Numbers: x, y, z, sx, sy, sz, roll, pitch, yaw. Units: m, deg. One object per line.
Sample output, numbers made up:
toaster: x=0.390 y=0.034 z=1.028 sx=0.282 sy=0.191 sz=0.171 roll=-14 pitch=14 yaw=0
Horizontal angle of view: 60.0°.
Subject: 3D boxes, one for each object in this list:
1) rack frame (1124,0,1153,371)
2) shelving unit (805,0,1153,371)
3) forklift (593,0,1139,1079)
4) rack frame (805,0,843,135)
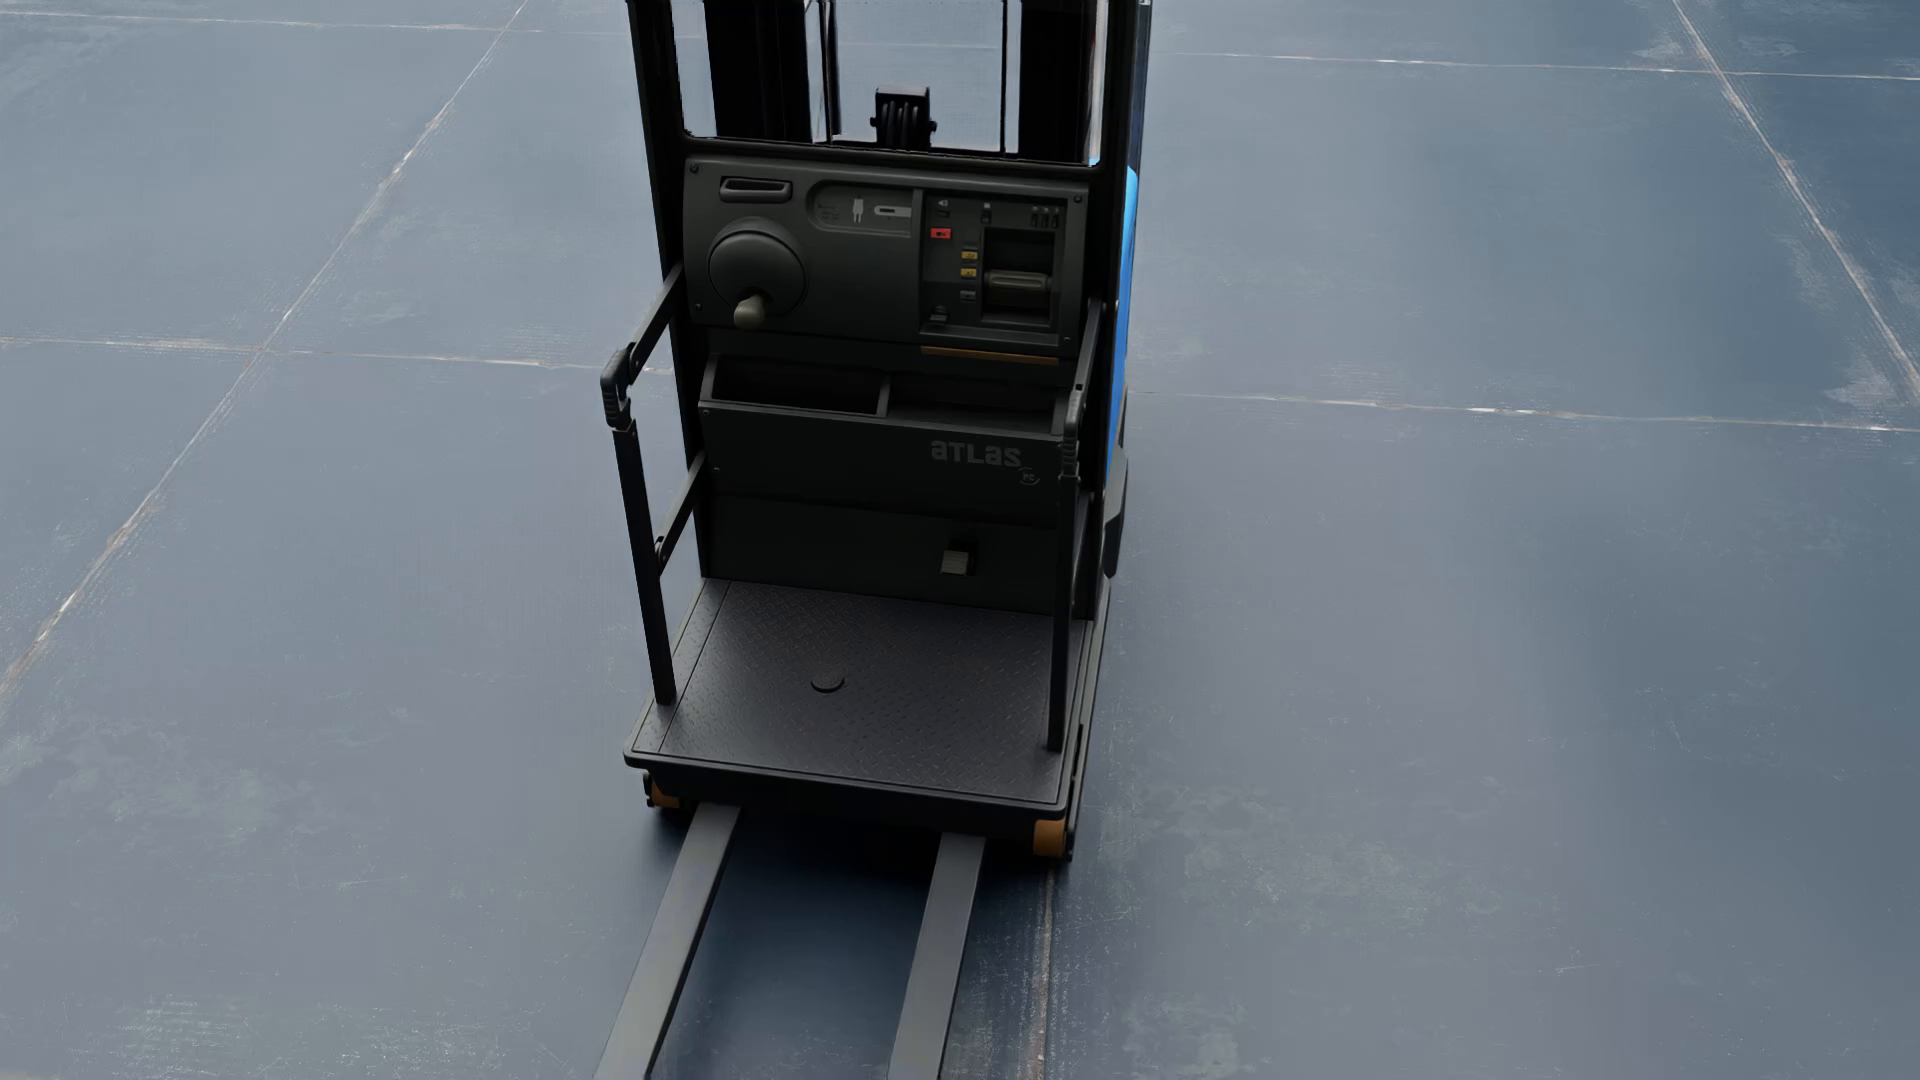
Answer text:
rack frame: x=0.560 y=-1.105 z=5.419 sx=0.032 sy=1.500 sz=0.500 roll=5 pitch=39 yaw=6
shelving unit: x=0.056 y=-1.147 z=5.471 sx=1.048 sy=1.500 sz=0.538 roll=5 pitch=39 yaw=6
forklift: x=-0.210 y=-0.574 z=3.634 sx=1.130 sy=2.935 sz=3.031 roll=6 pitch=40 yaw=7
rack frame: x=-0.447 y=-1.189 z=5.523 sx=0.032 sy=1.500 sz=0.500 roll=5 pitch=39 yaw=6
